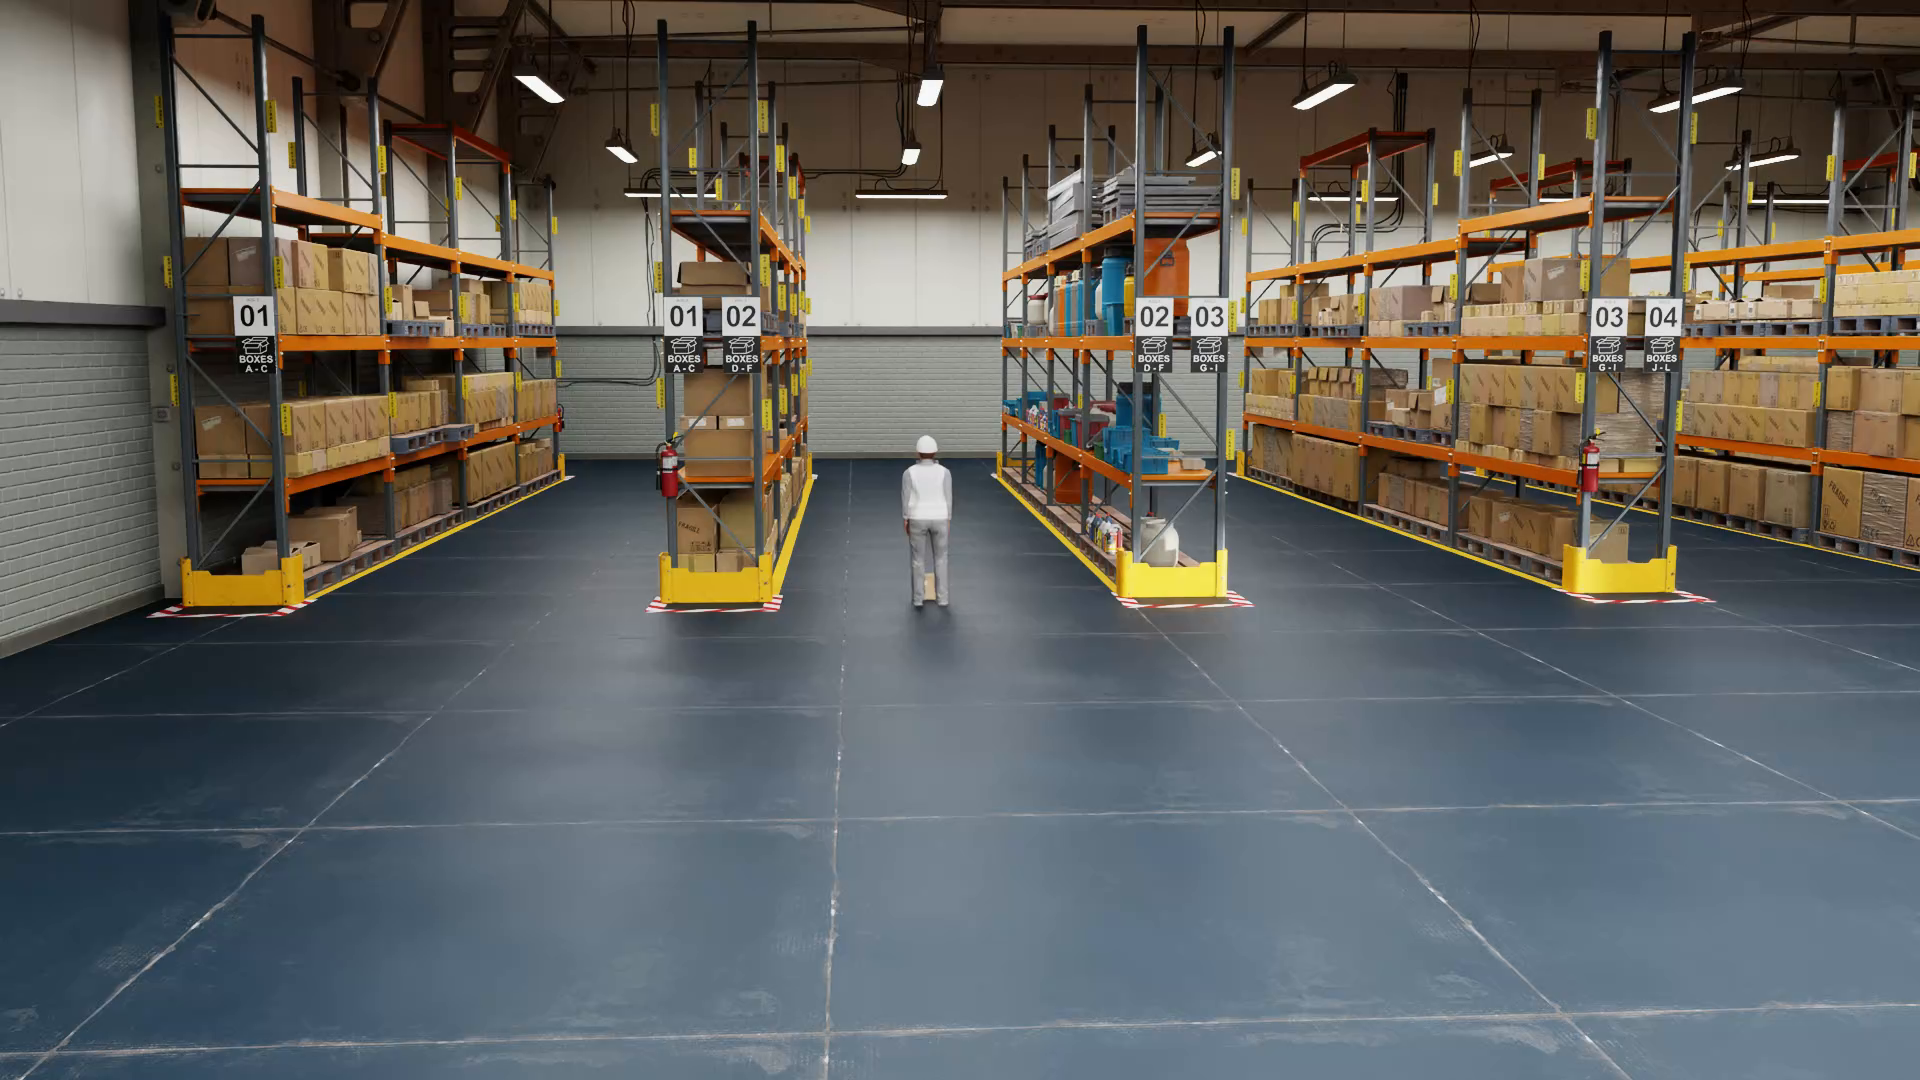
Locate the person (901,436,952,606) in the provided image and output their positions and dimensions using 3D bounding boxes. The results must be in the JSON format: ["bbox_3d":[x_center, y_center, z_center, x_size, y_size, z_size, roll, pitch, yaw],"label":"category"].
[{"bbox_3d":[-0.348,-0.200,17.322,0.533,1.771,0.358,0,7,-3],"label":"person"}]
